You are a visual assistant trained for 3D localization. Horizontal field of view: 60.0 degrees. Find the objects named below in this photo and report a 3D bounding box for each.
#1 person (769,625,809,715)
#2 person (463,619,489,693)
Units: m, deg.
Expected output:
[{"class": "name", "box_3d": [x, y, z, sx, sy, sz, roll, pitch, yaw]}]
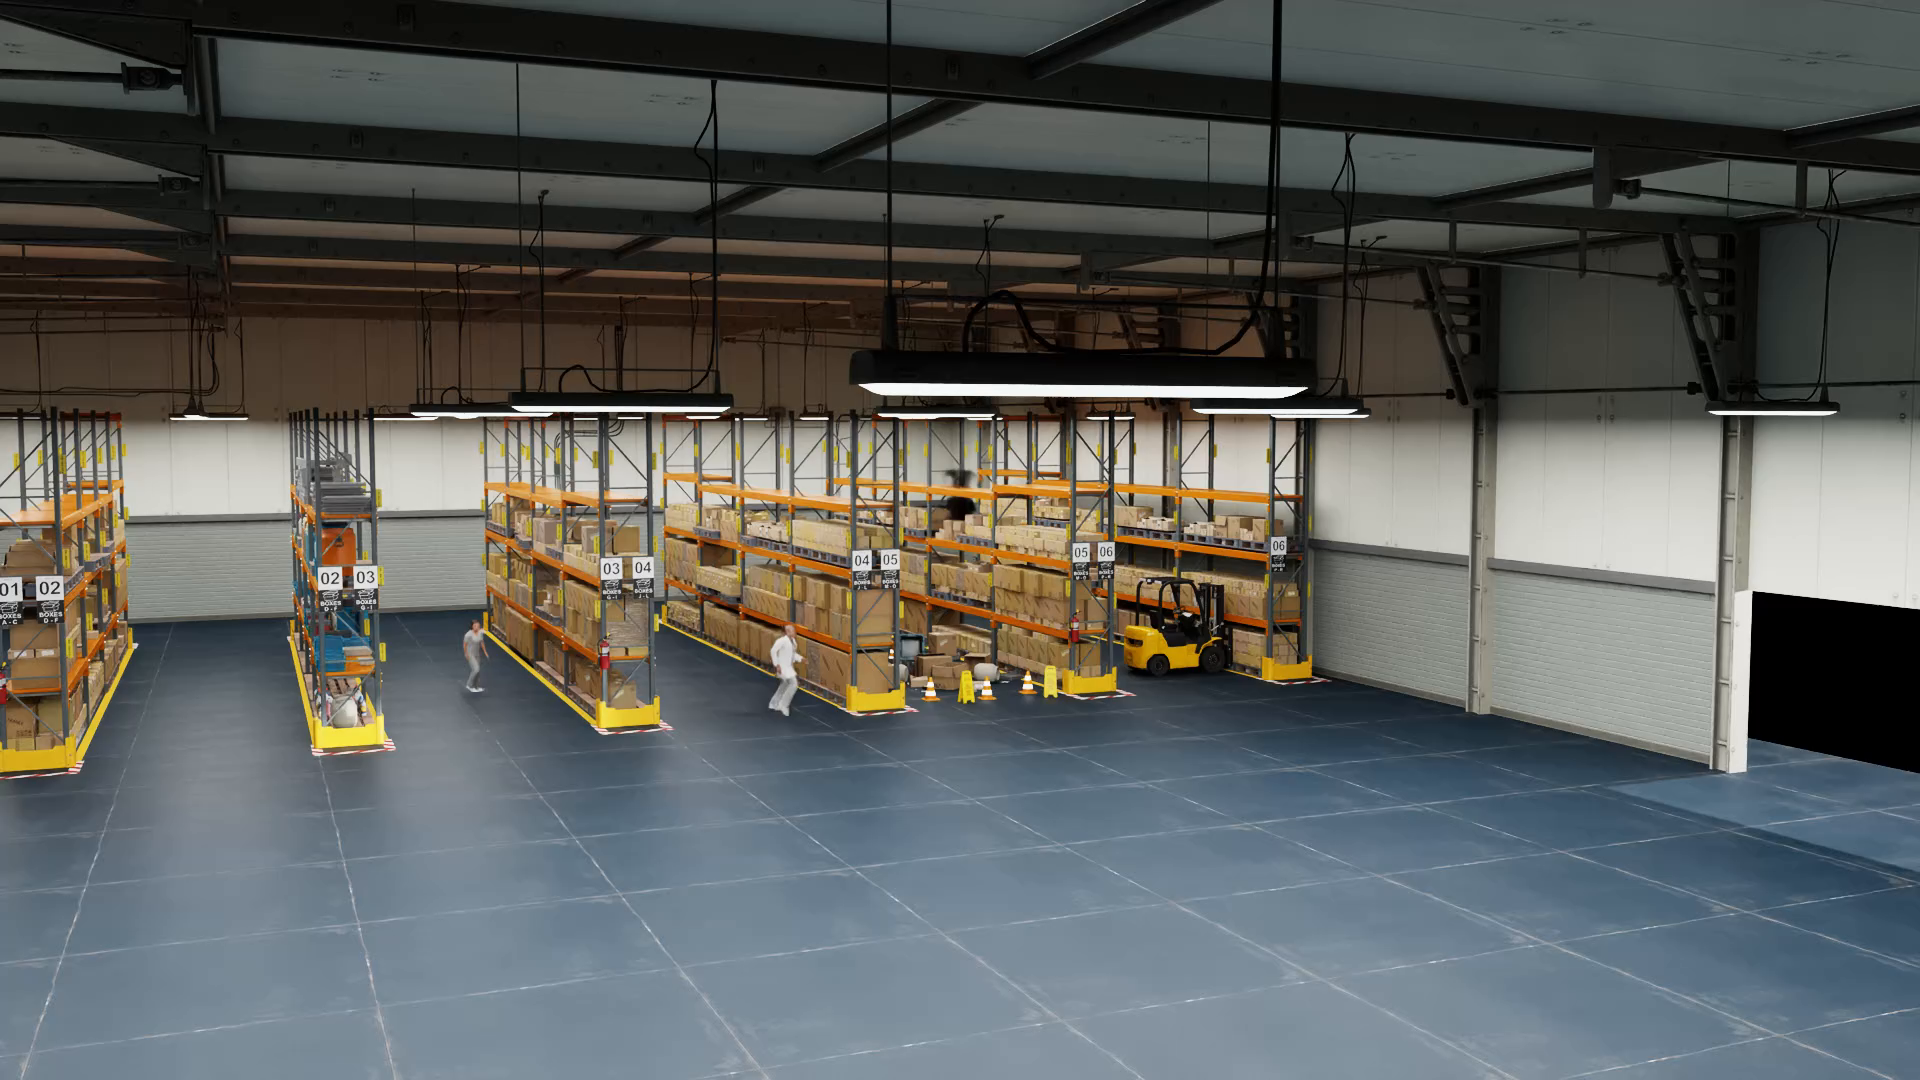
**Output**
[{"class": "person", "box_3d": [-3.424, 2.576, 32.774, 0.863, 1.825, 0.626, 1, 4, 19]}, {"class": "person", "box_3d": [-10.347, 2.454, 35.329, 0.547, 1.608, 0.560, 2, 4, 25]}]
